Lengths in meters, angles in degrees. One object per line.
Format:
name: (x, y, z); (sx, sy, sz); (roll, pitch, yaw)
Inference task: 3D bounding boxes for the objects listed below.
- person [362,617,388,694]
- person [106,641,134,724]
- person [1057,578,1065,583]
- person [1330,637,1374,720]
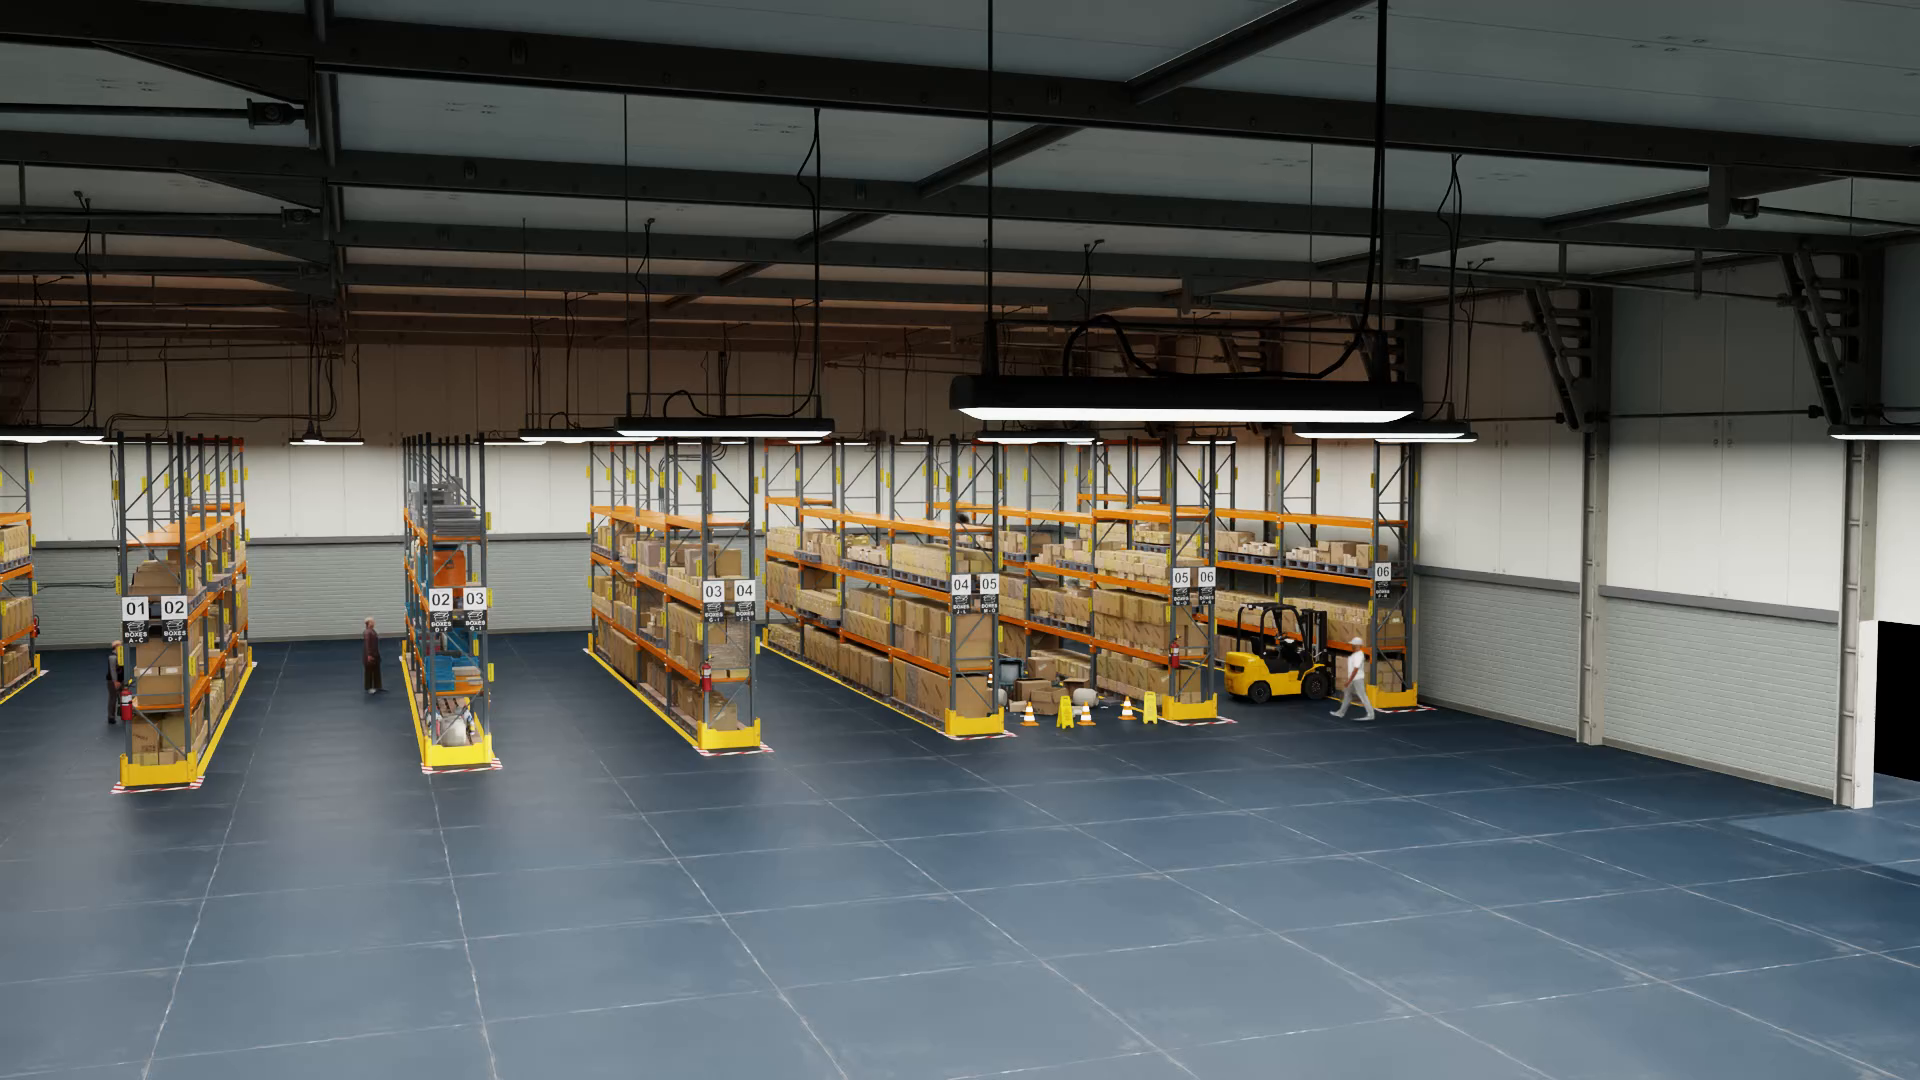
person: (-13.711, 2.687, 38.847); (0.500, 1.784, 0.641); (1, 3, 10)
person: (-17.471, 2.951, 34.609); (0.577, 1.716, 0.566); (0, 3, 7)
person: (2.866, 1.969, 49.083); (0.685, 1.794, 0.601); (3, 4, 43)
person: (8.272, 2.913, 34.993); (0.835, 1.741, 0.664); (0, 3, 0)
